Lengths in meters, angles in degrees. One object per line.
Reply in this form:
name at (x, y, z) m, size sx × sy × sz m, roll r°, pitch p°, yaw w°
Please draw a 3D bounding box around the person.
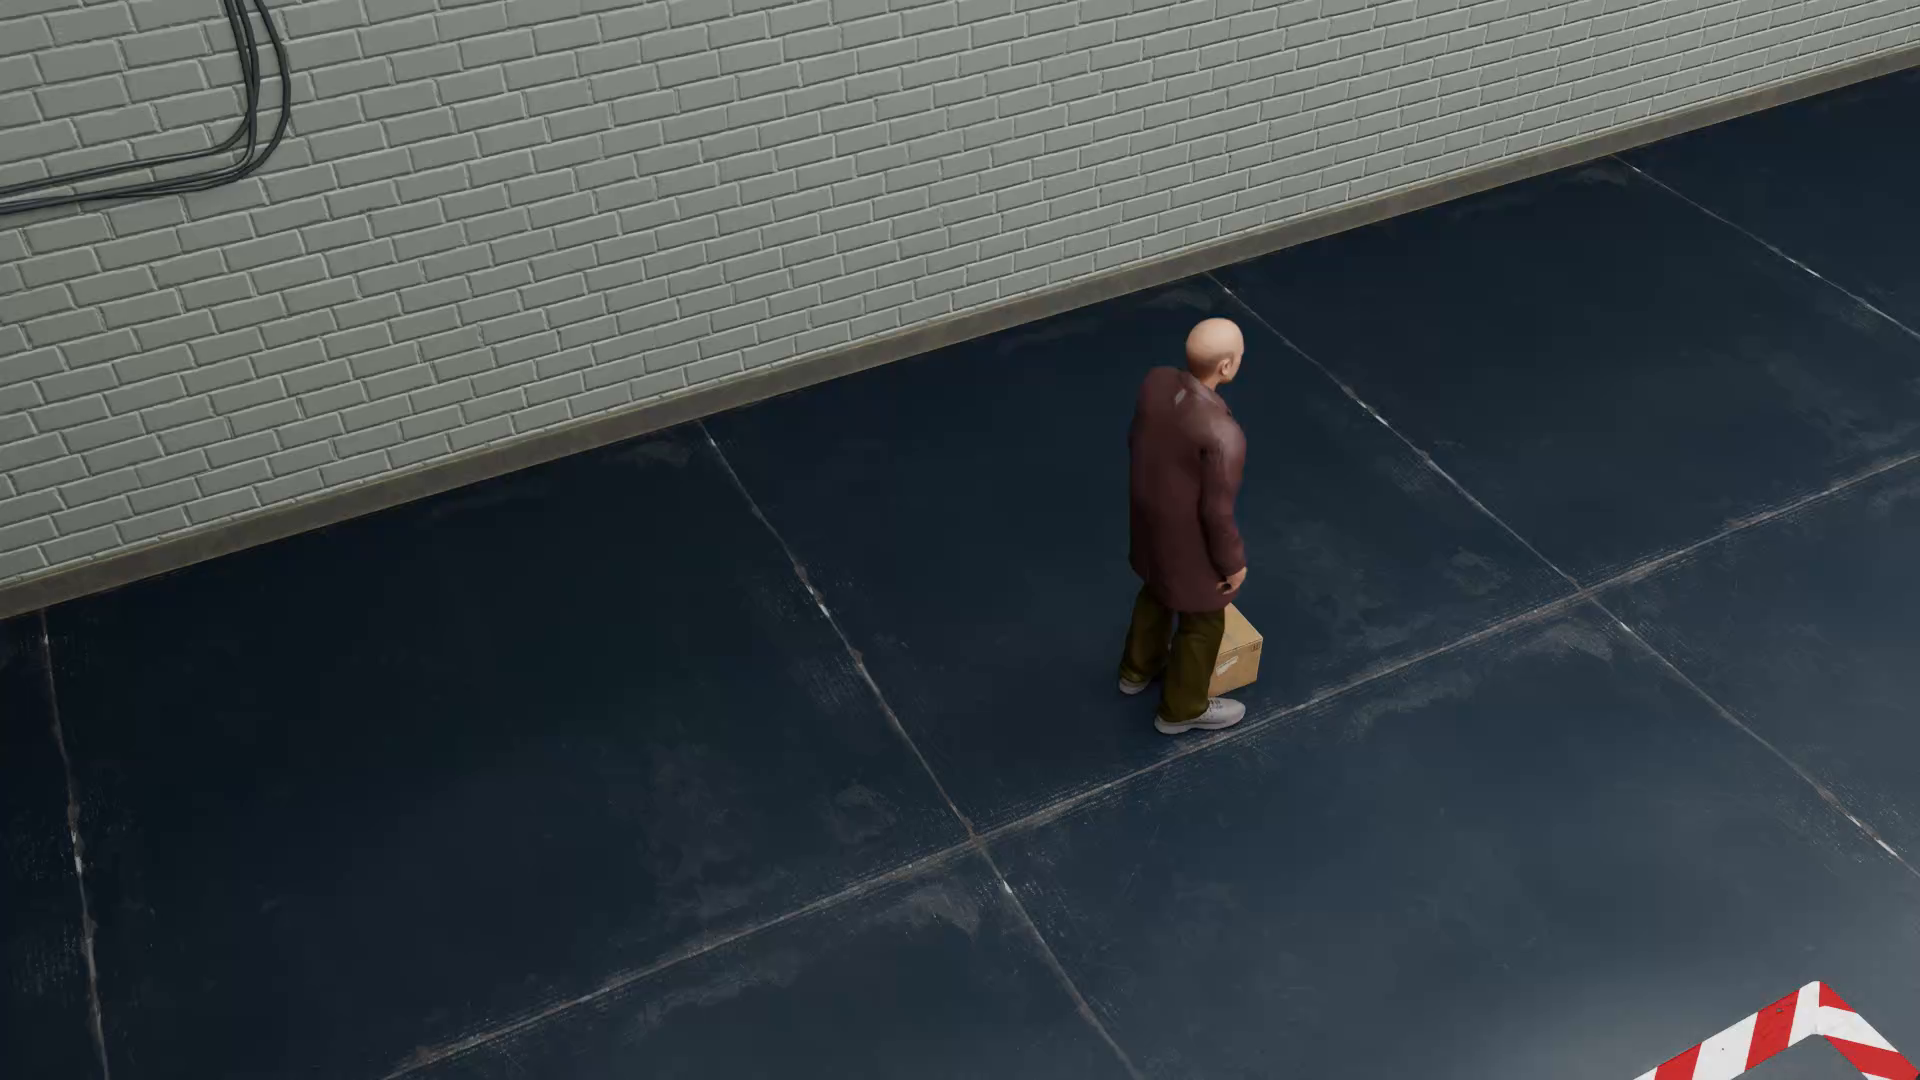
person at (0.845, -0.047, 6.223) m, size 0.424 × 1.774 × 0.643 m, roll -18°, pitch 44°, yaw -20°
